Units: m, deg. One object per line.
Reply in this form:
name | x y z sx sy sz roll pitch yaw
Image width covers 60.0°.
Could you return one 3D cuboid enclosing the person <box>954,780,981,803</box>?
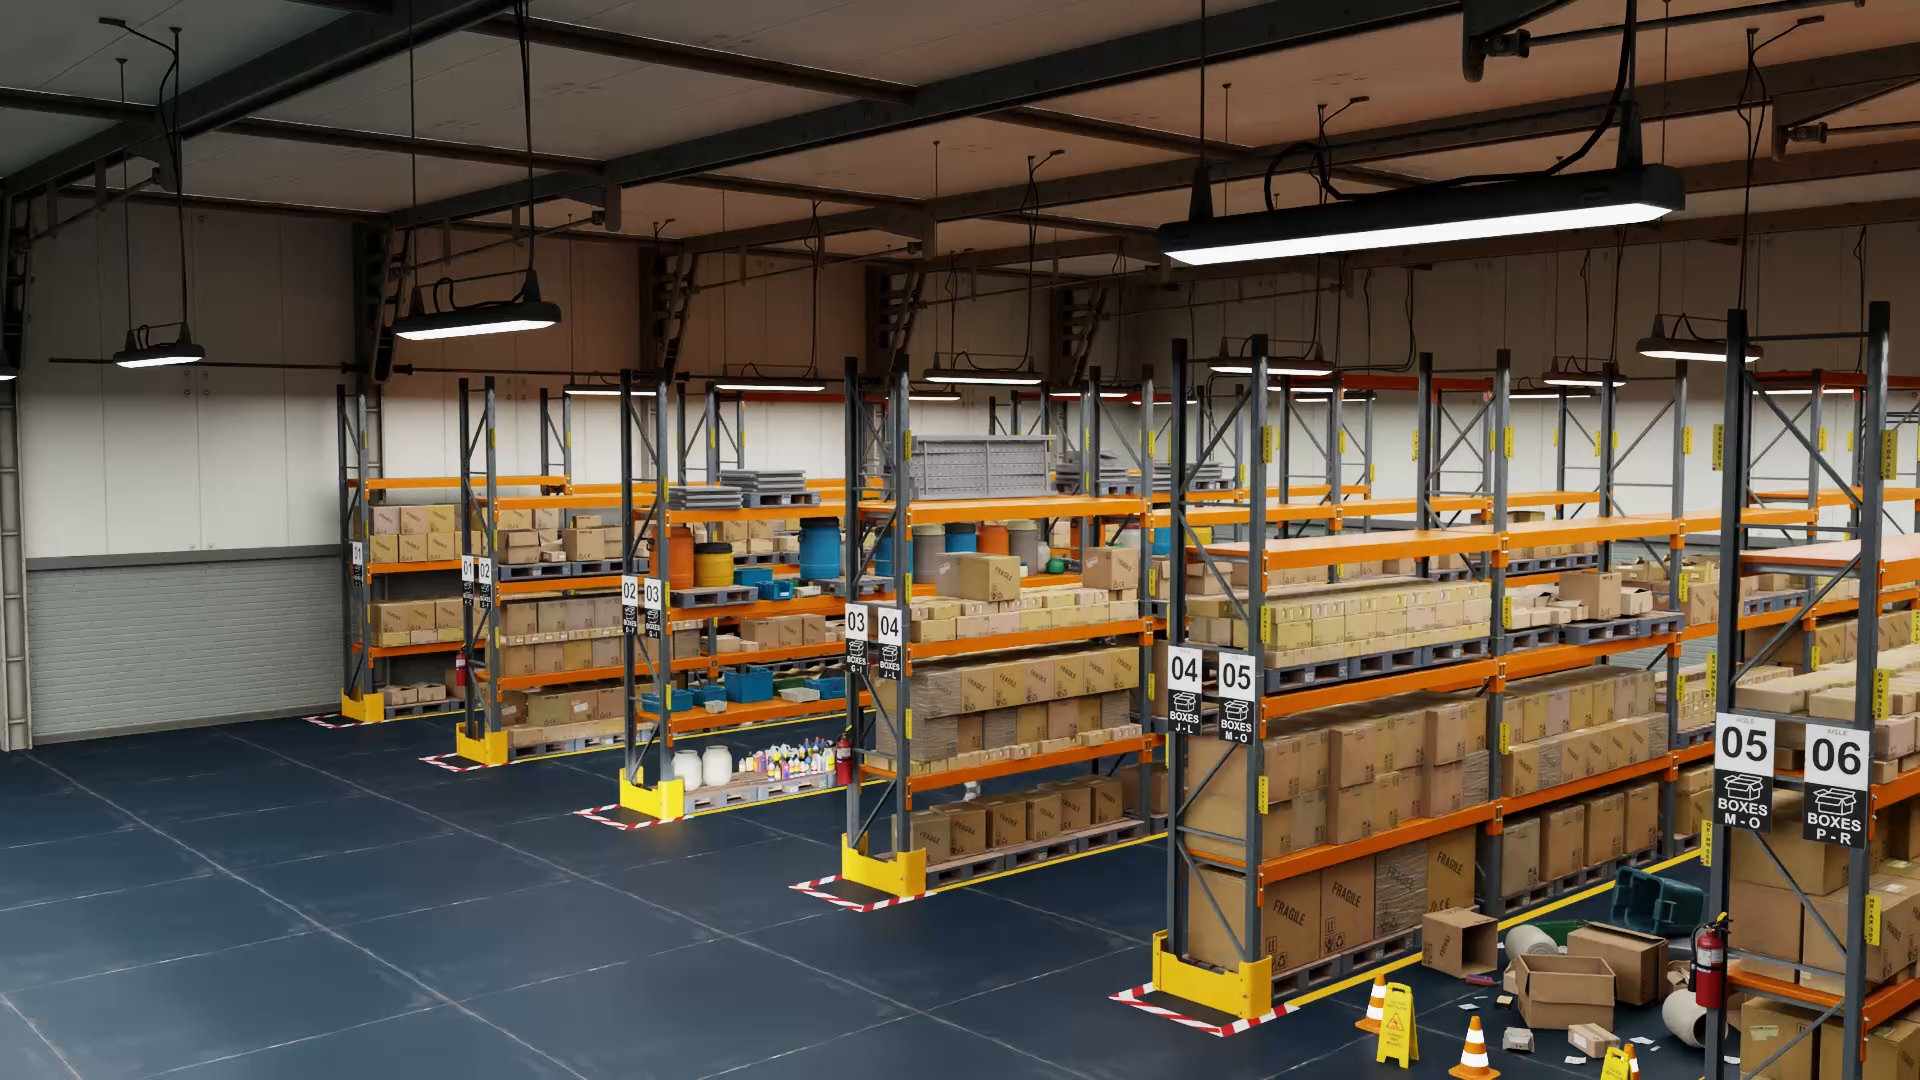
person | 0.132 2.754 22.960 0.362 1.809 0.694 2 4 31
